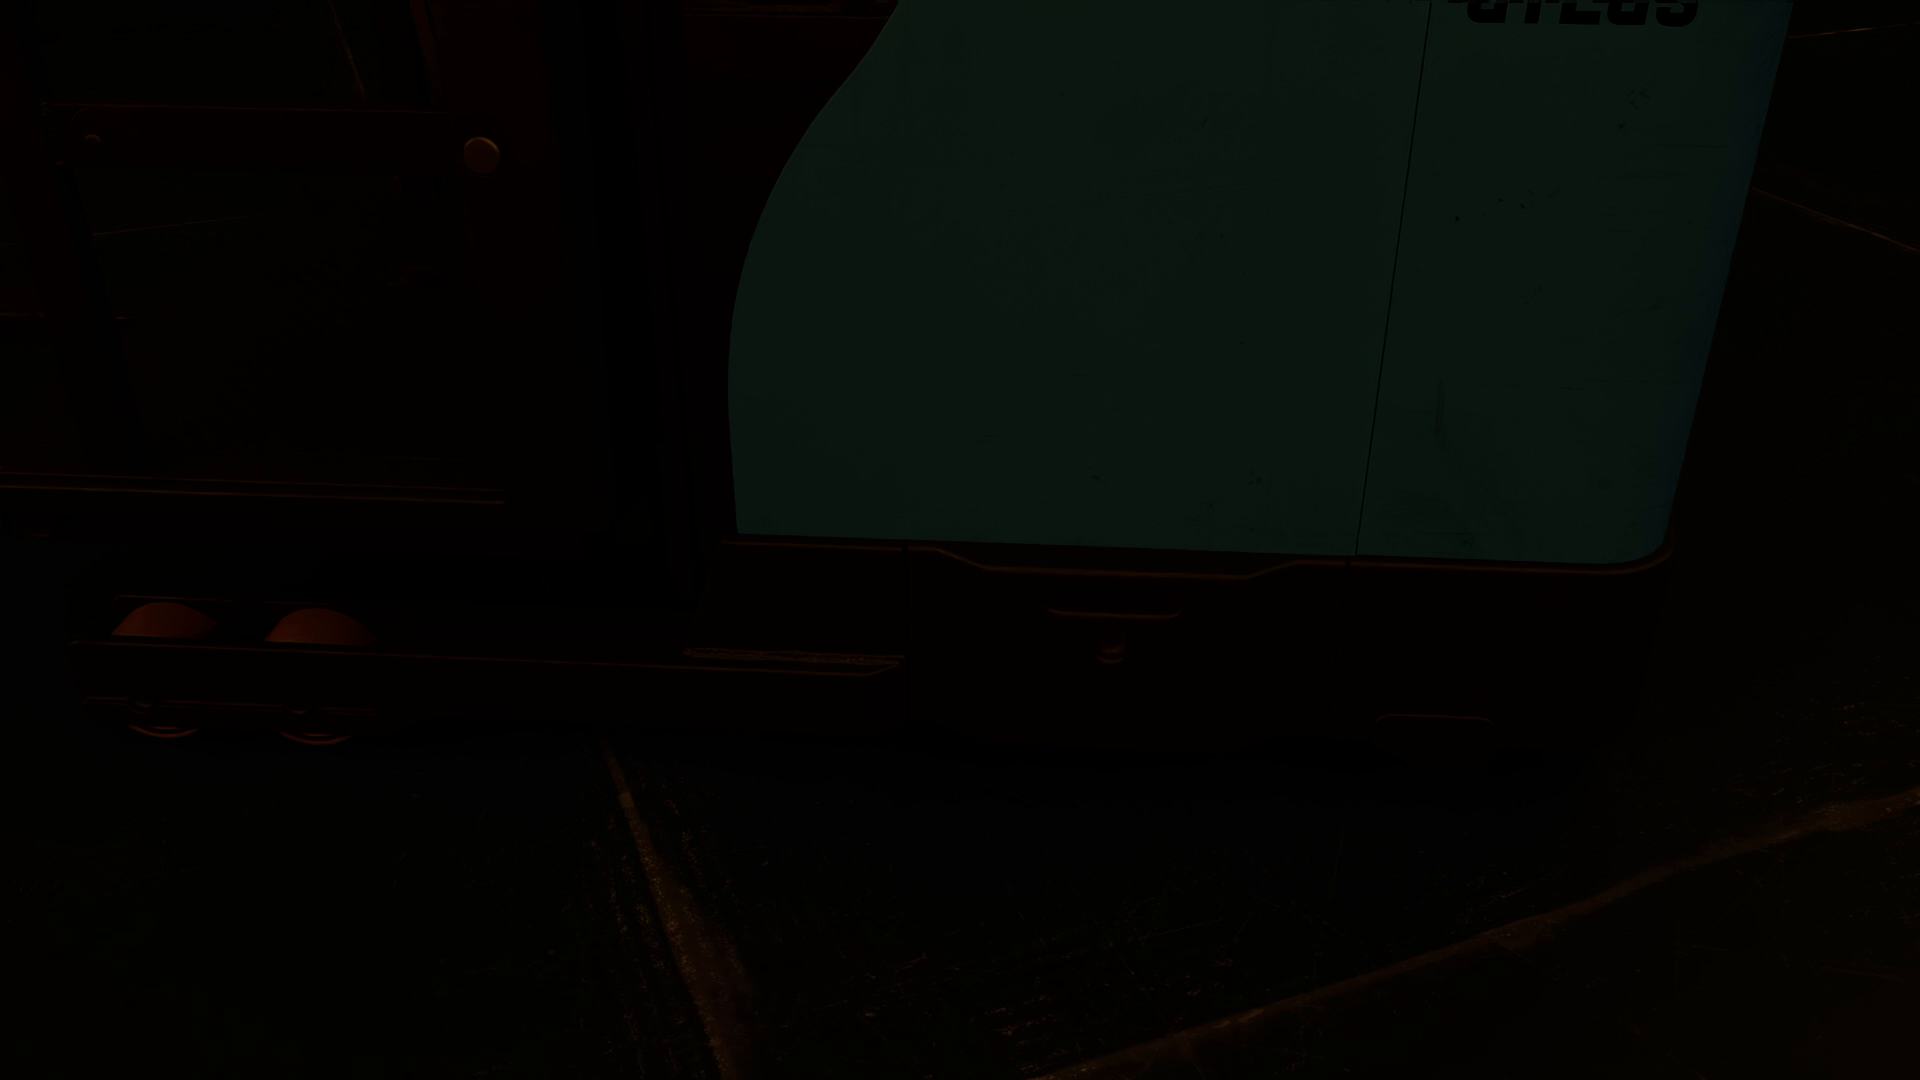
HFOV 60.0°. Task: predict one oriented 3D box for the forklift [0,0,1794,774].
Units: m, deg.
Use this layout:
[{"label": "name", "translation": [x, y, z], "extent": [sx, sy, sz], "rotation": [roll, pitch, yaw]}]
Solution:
[{"label": "forklift", "translation": [-0.667, -1.278, 1.783], "extent": [3.031, 2.935, 1.130], "rotation": [2, 30, 4]}]
